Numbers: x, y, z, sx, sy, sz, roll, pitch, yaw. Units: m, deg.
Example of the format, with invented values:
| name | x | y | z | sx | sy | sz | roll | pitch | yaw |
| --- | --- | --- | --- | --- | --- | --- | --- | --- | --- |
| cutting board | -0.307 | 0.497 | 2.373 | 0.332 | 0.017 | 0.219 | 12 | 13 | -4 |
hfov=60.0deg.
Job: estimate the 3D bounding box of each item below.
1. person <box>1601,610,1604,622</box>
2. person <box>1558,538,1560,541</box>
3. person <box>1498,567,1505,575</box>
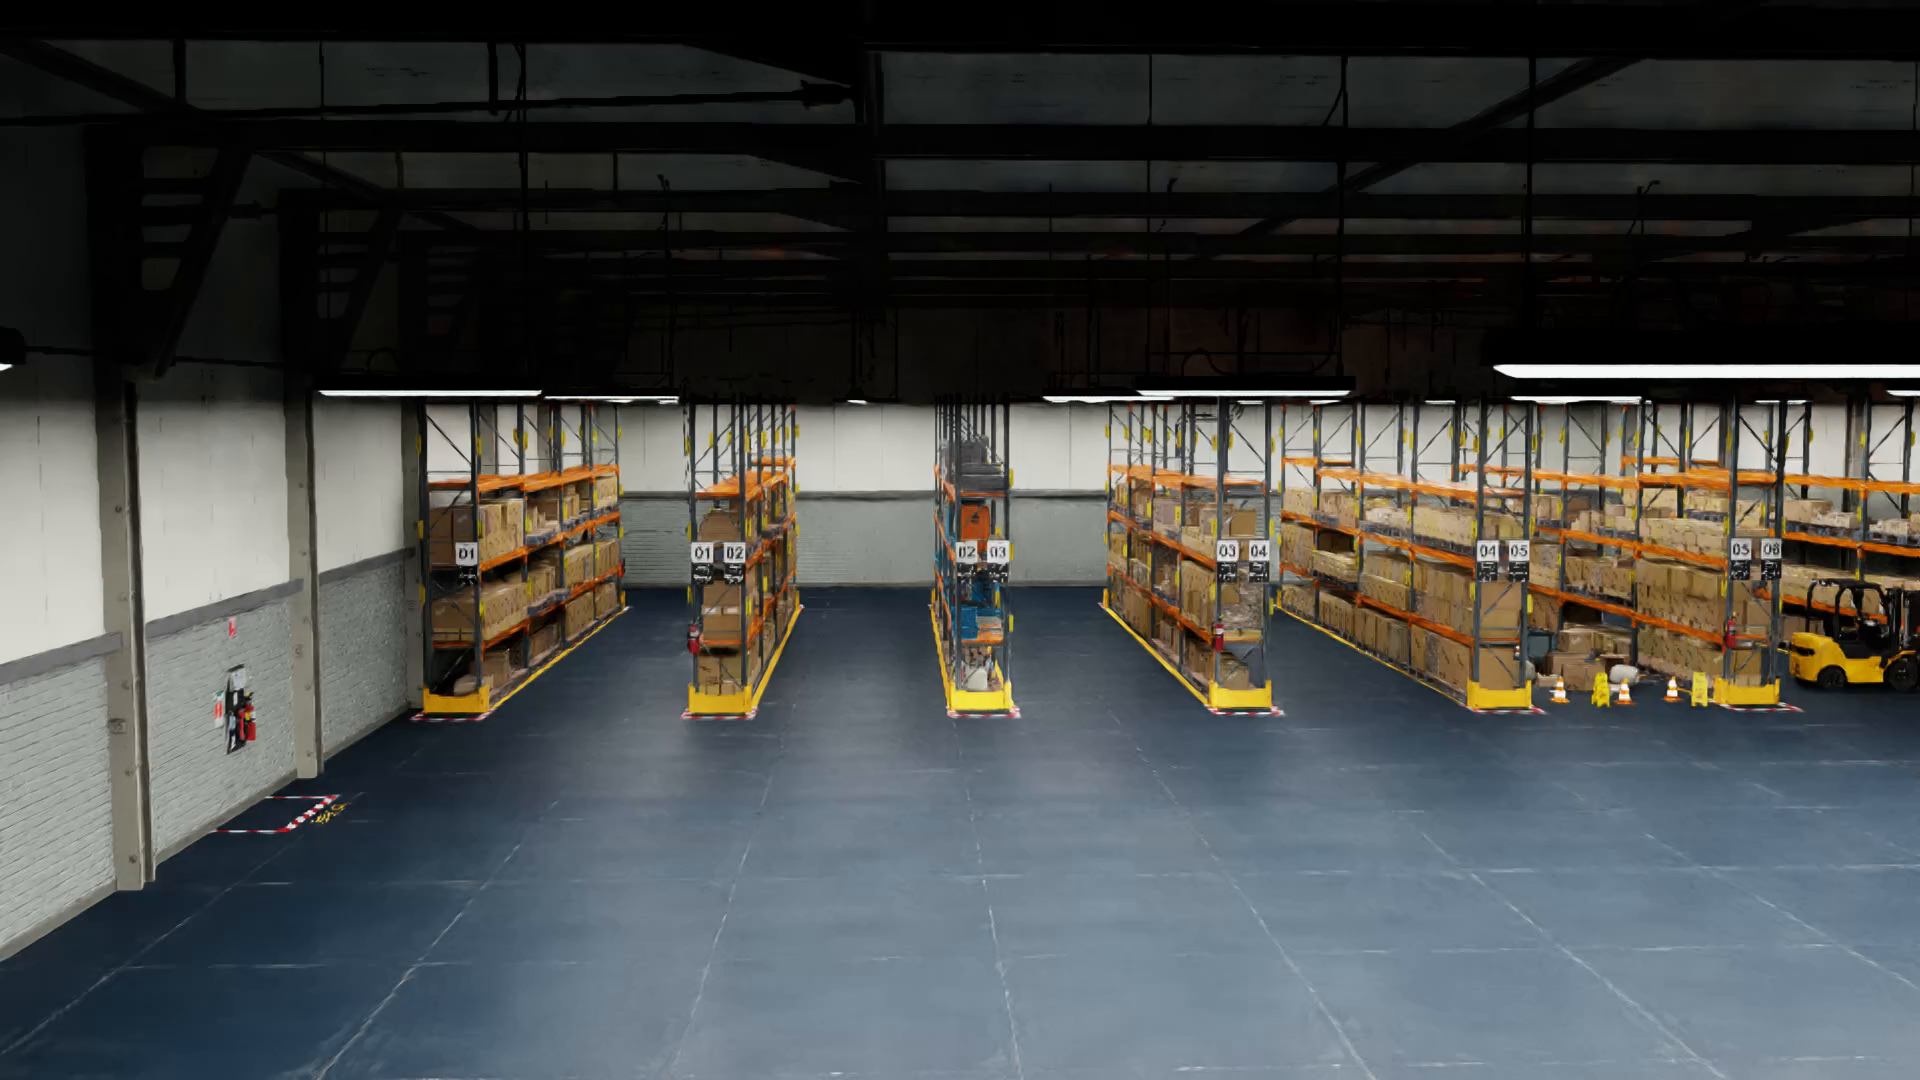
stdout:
| name | x | y | z | sx | sy | sz | roll | pitch | yaw |
| --- | --- | --- | --- | --- | --- | --- | --- | --- | --- |
| person | 16.658 | 1.377 | 43.561 | 0.458 | 1.602 | 0.451 | 2 | 5 | 28 |
| person | 18.877 | 0.741 | 51.996 | 0.645 | 1.649 | 0.491 | 4 | 6 | 41 |
| person | 13.336 | 1.545 | 41.013 | 0.489 | 1.773 | 0.729 | -3 | 5 | -31 |
